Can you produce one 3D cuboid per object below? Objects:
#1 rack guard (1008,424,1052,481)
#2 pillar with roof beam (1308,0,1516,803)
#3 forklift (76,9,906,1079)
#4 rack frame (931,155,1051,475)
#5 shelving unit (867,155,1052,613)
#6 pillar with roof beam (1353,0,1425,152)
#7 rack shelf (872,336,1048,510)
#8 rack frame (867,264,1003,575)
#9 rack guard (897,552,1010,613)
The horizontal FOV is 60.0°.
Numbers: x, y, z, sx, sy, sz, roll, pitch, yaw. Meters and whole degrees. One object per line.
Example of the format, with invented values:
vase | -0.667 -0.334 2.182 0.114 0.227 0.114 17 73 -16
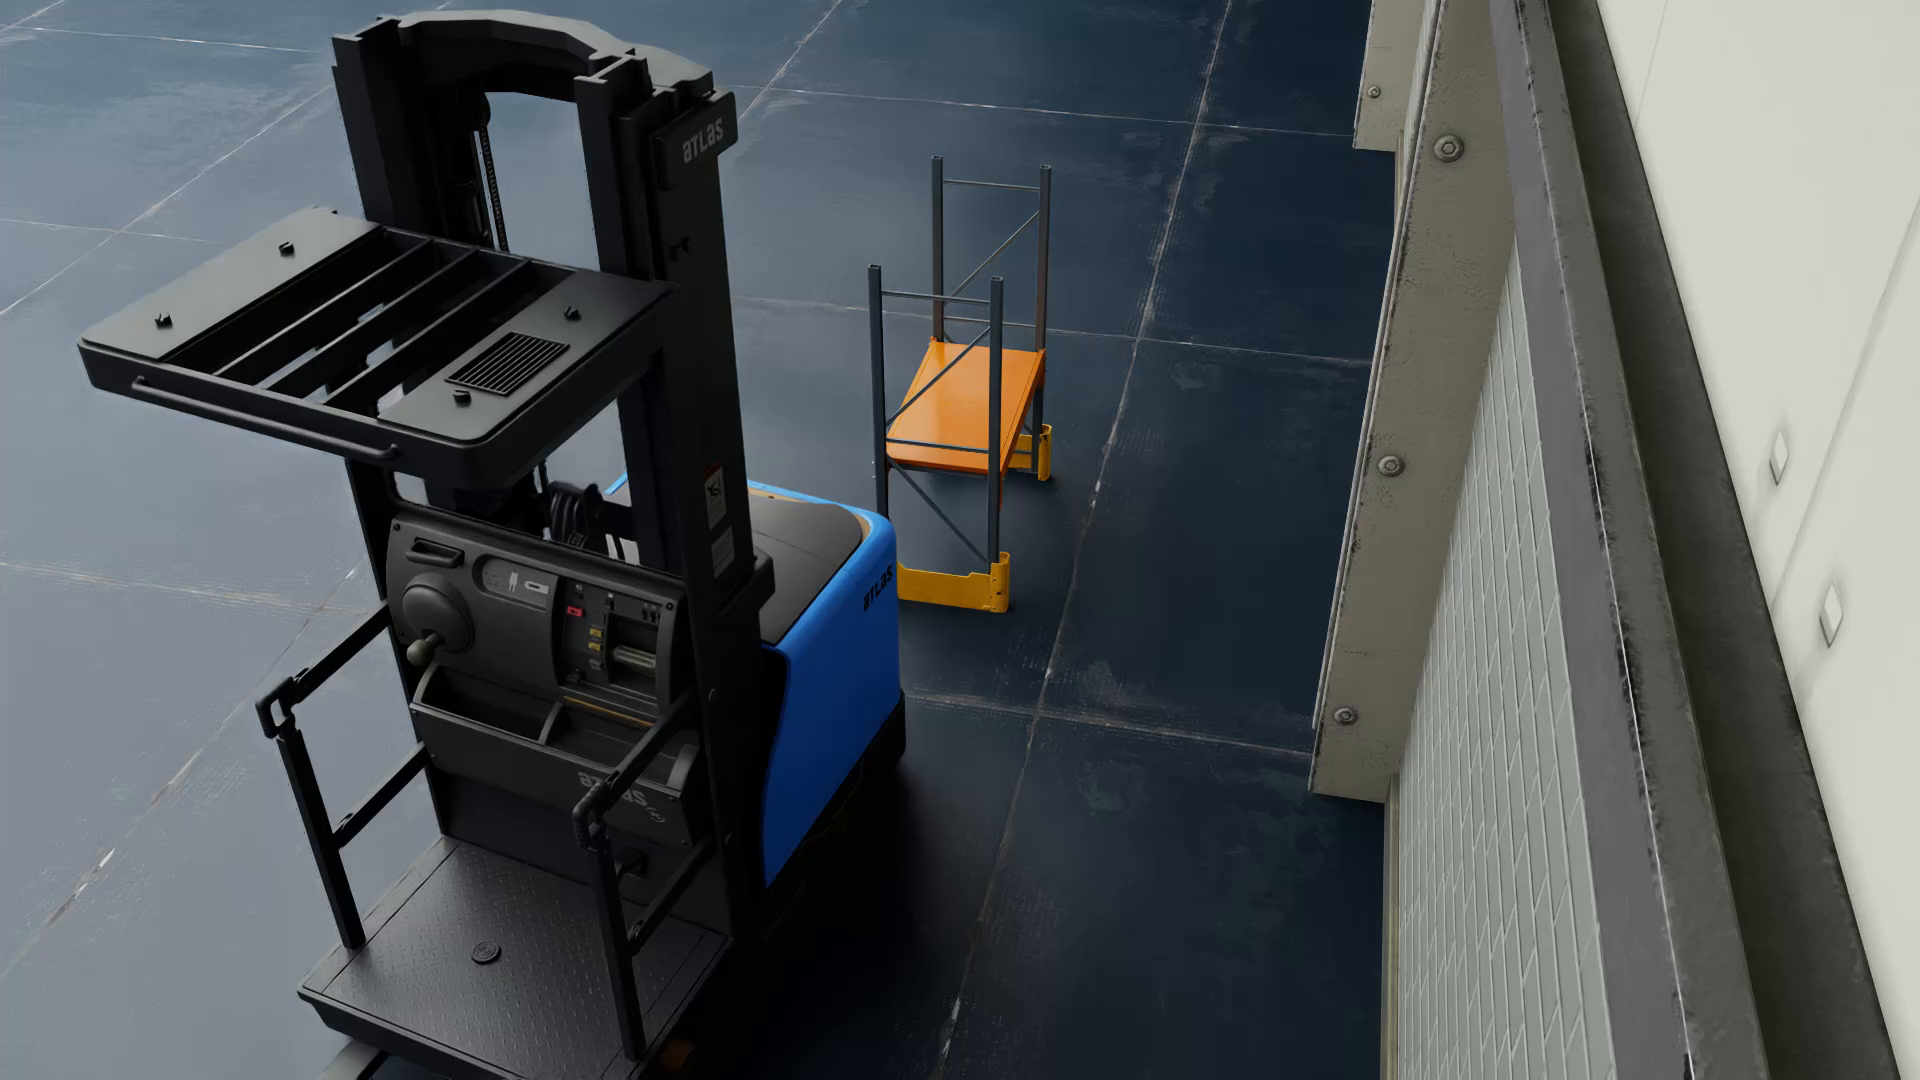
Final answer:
rack guard | 0.123 -0.430 7.631 0.587 0.250 0.087 7 37 10
pillar with roof beam | -2.757 -3.370 4.232 9.100 9.000 0.400 7 37 10
forklift | -1.254 0.282 4.364 1.130 2.935 3.031 14 38 19
rack frame | 0.127 -0.948 7.279 0.500 1.500 0.032 7 37 10
shelving unit | 0.016 -0.651 6.870 0.587 1.500 1.083 7 37 10
pillar with roof beam | -1.475 -6.810 8.978 9.100 9.000 0.400 7 37 10
rack shelf | 0.018 -0.511 6.983 0.538 0.185 1.000 7 37 10
rack frame | -0.090 -0.365 6.475 0.500 1.500 0.032 7 37 10
rack guard | -0.090 0.141 6.843 0.587 0.250 0.087 7 37 10
